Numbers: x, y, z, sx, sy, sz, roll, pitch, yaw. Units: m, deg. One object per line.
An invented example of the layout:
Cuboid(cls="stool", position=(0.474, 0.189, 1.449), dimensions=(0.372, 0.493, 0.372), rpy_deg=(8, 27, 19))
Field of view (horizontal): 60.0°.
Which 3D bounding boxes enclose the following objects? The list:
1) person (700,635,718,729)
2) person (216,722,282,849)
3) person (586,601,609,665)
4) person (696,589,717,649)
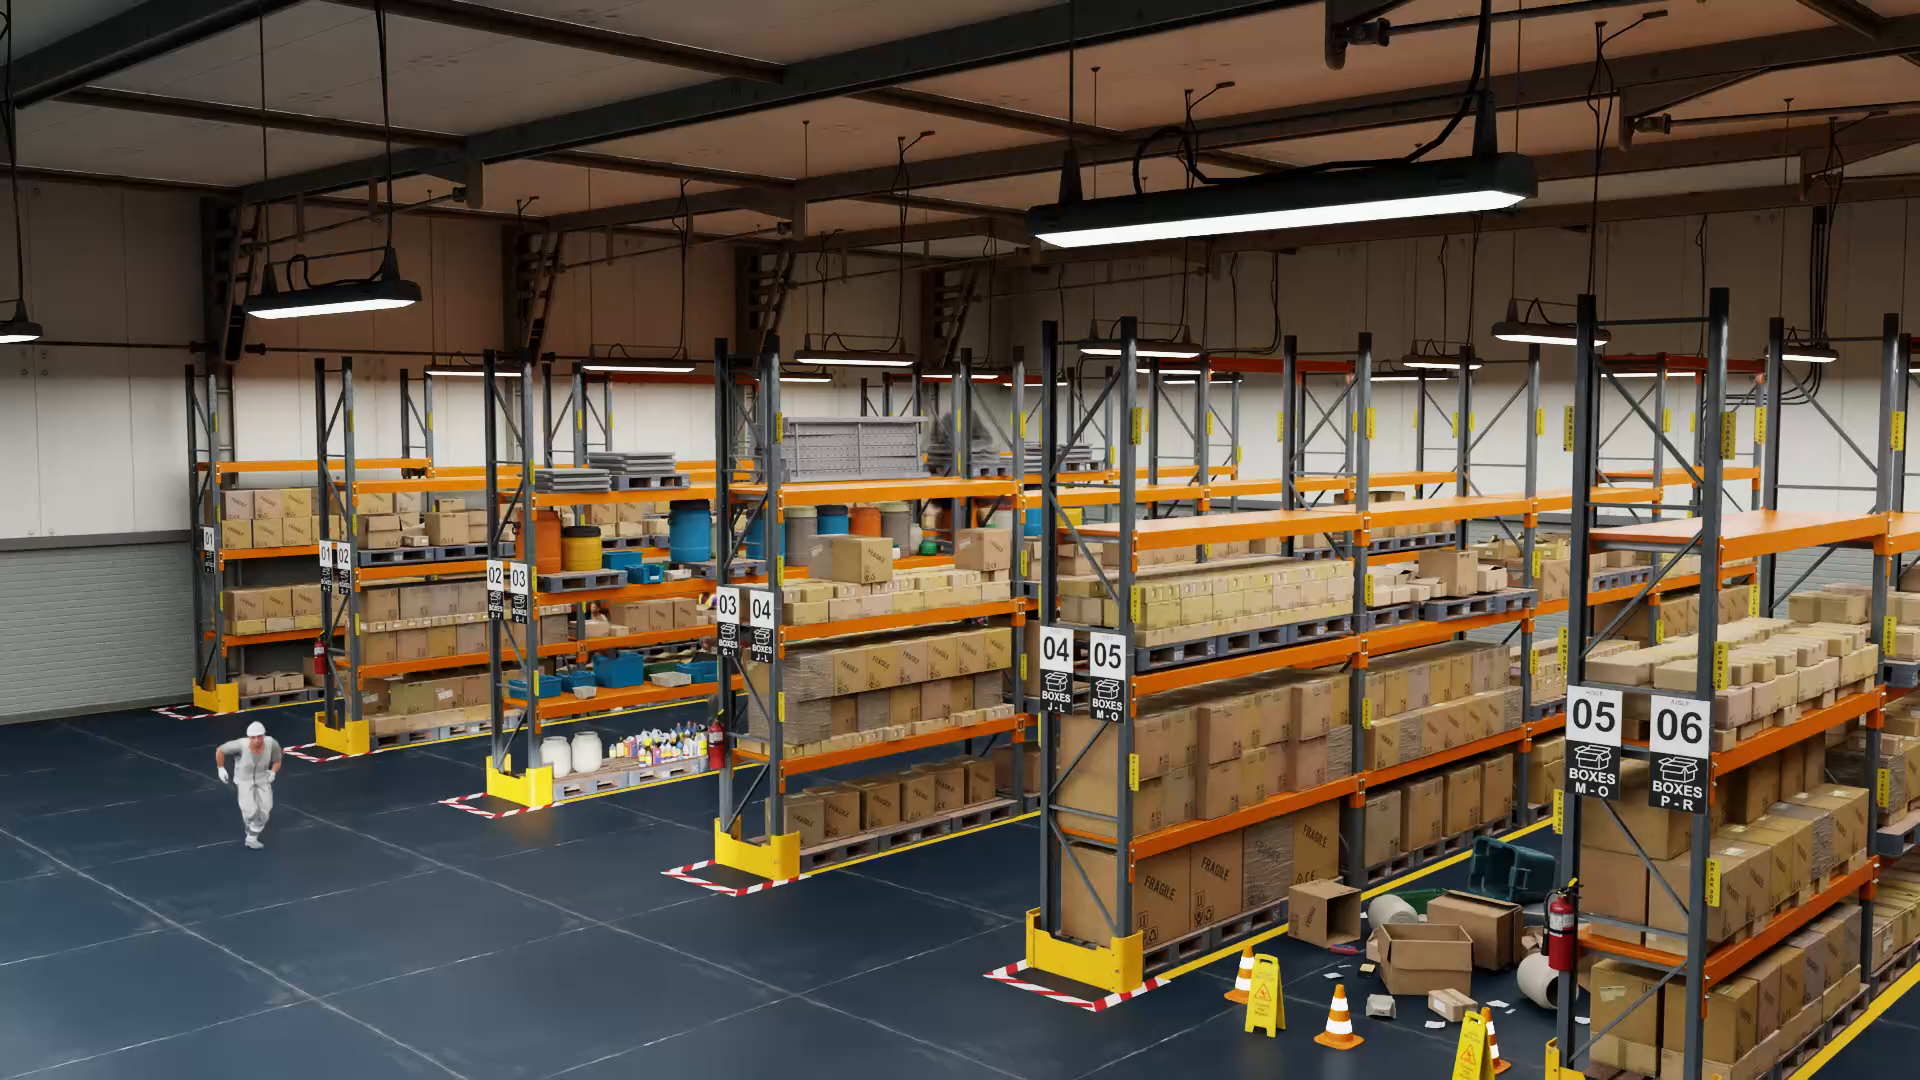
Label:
Cuboid(cls="person", position=(-3.997, 2.308, 27.091), dimensions=(0.533, 1.568, 0.887), rpy_deg=(2, 5, 25))
Cuboid(cls="person", position=(-8.311, 2.884, 19.475), dimensions=(0.695, 1.588, 0.823), rpy_deg=(-3, 5, -33))
Cuboid(cls="person", position=(-6.776, 1.957, 31.253), dimensions=(0.527, 1.671, 0.792), rpy_deg=(3, 5, 33))
Cuboid(cls="person", position=(-5.084, 1.736, 33.448), dimensions=(0.643, 1.835, 0.773), rpy_deg=(4, 6, 41))
